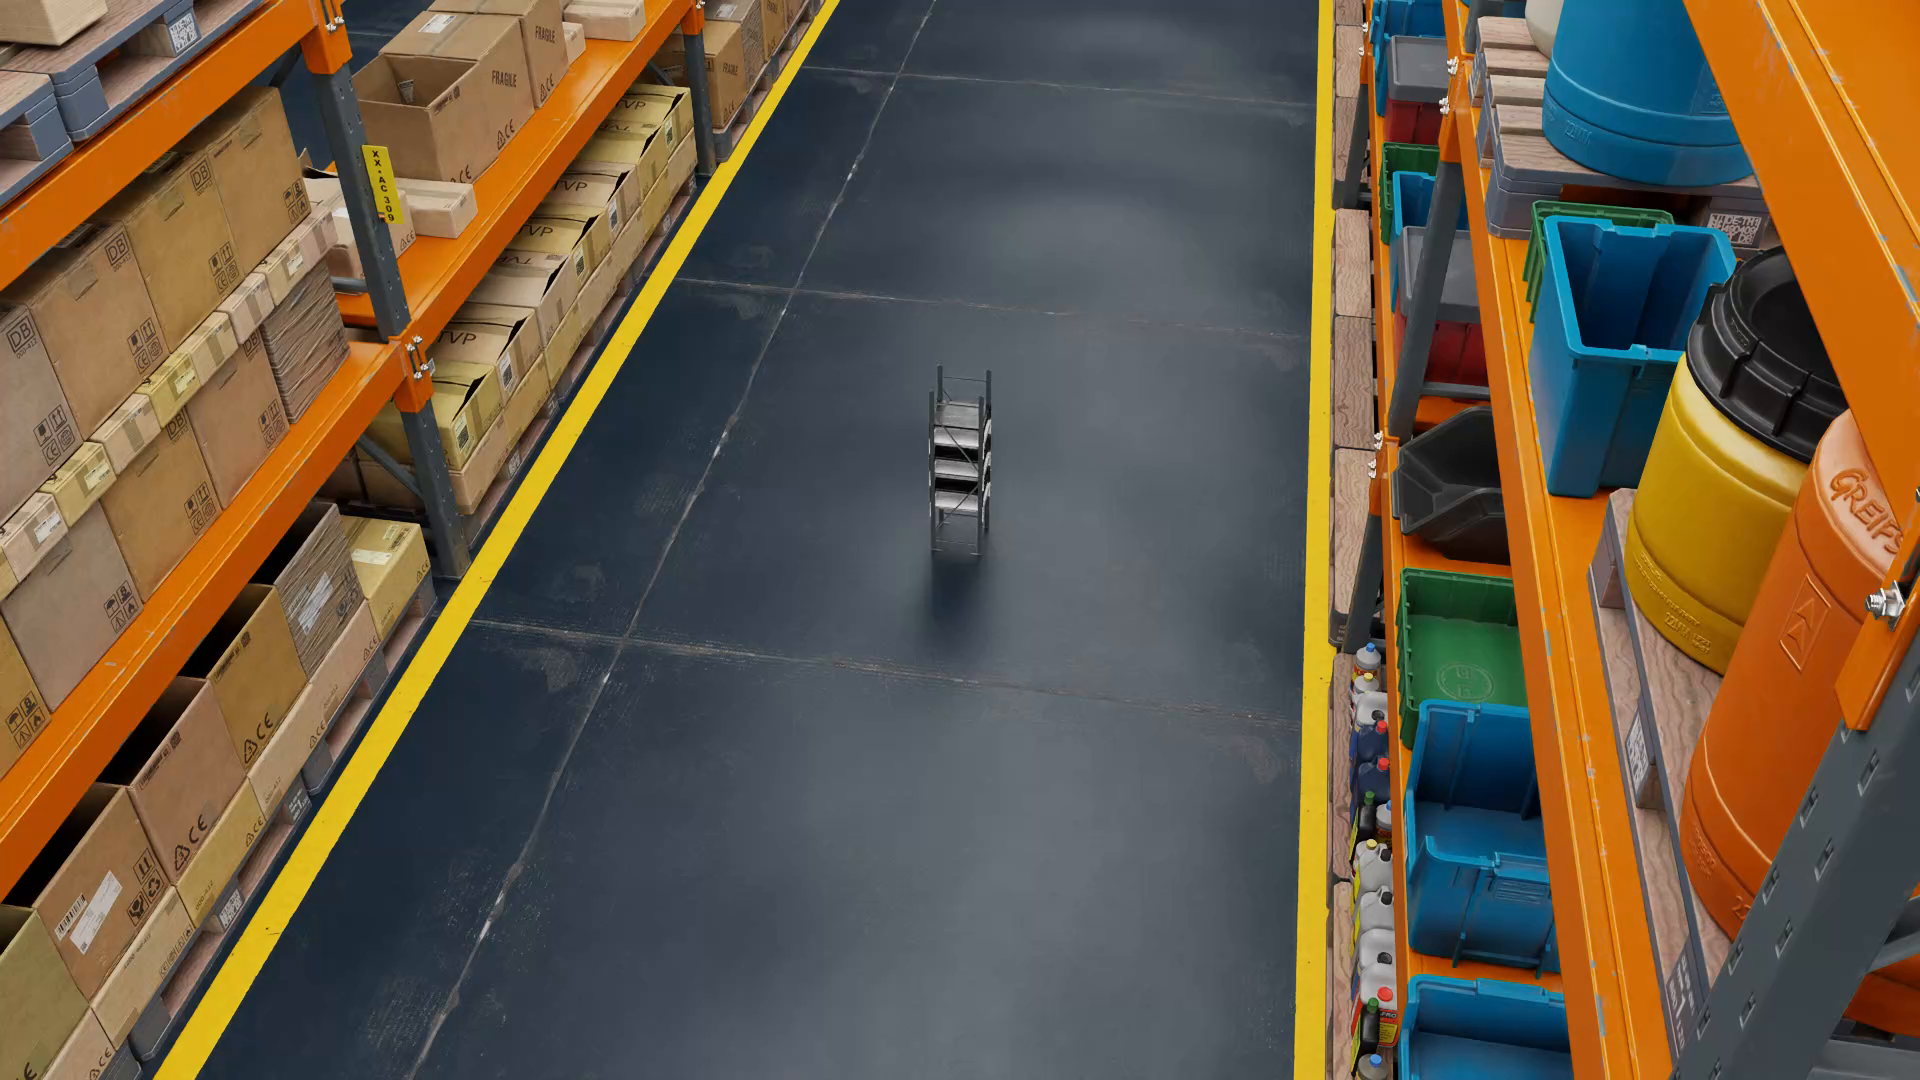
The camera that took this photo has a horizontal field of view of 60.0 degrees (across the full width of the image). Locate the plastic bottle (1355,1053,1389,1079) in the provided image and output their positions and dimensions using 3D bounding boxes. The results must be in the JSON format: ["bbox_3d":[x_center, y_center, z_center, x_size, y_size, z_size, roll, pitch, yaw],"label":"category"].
[{"bbox_3d":[1.305,1.705,5.281,0.097,0.201,0.097,0,40,0],"label":"plastic bottle"}]

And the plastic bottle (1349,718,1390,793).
[{"bbox_3d":[1.563,0.799,6.260,0.144,0.351,0.185,7,40,9],"label":"plastic bottle"}]

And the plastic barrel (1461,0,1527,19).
[{"bbox_3d":[1.986,-2.205,5.413,0.600,0.901,0.708,6,40,8],"label":"plastic barrel"}]

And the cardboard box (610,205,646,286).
[{"bbox_3d":[-2.101,-1.678,9.350,0.500,0.250,0.500,7,40,9],"label":"cardboard box"}]

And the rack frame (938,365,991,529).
[{"bbox_3d":[0.019,-0.416,7.643,0.240,0.900,0.006,6,40,8],"label":"rack frame"}]

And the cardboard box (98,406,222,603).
[{"bbox_3d":[-3.013,-0.175,5.626,0.700,0.500,0.500,7,40,8],"label":"cardboard box"}]

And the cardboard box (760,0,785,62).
[{"bbox_3d":[-1.537,-3.676,11.555,0.500,0.500,0.500,6,40,7],"label":"cardboard box"}]

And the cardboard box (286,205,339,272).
[{"bbox_3d":[-2.603,-1.156,6.303,0.380,0.149,0.250,6,40,8],"label":"cardboard box"}]

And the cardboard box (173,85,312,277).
[{"bbox_3d":[-2.837,-1.321,5.994,0.700,0.500,0.500,7,40,8],"label":"cardboard box"}]

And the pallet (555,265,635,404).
[{"bbox_3d":[-2.469,-1.221,9.158,1.003,0.211,1.213,6,40,8],"label":"pallet"}]

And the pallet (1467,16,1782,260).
[{"bbox_3d":[2.083,-1.133,4.657,1.213,0.211,1.003,6,40,8],"label":"pallet"}]

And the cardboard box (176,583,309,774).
[{"bbox_3d":[-2.812,0.489,6.141,0.500,0.500,0.500,6,40,8],"label":"cardboard box"}]

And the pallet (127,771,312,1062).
[{"bbox_3d":[-3.154,1.276,6.138,1.003,0.211,1.213,6,40,8],"label":"pallet"}]

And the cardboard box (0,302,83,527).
[{"bbox_3d":[-3.098,-0.376,4.851,0.700,0.500,0.500,6,40,8],"label":"cardboard box"}]

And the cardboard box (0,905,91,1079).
[{"bbox_3d":[-3.062,1.432,5.001,0.500,0.500,0.500,6,40,8],"label":"cardboard box"}]

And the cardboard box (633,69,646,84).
[{"bbox_3d":[-2.144,-3.391,11.211,0.500,0.500,0.500,8,40,9],"label":"cardboard box"}]

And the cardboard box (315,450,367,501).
[{"bbox_3d":[-2.980,-0.456,7.872,0.500,0.250,0.500,6,40,7],"label":"cardboard box"}]

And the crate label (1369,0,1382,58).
[{"bbox_3d":[2.362,-2.736,8.933,0.303,0.233,0.416,6,40,8],"label":"crate label"}]

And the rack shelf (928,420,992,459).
[{"bbox_3d":[0.001,-0.465,7.473,0.258,0.077,0.200,6,40,8],"label":"rack shelf"}]

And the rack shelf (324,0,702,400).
[{"bbox_3d":[-2.420,-2.039,8.524,1.077,0.370,4.000,6,40,8],"label":"rack shelf"}]

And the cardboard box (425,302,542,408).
[{"bbox_3d":[-2.358,-0.925,8.000,0.500,0.311,0.500,6,40,7],"label":"cardboard box"}]

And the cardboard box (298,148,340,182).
[{"bbox_3d":[-2.795,-1.582,7.511,0.396,0.266,0.258,5,40,7],"label":"cardboard box"}]

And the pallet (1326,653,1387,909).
[{"bbox_3d":[1.954,0.979,6.498,1.003,0.211,1.213,6,40,8],"label":"pallet"}]

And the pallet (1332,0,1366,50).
[{"bbox_3d":[3.321,-3.979,12.494,1.003,0.211,1.213,6,40,8],"label":"pallet"}]

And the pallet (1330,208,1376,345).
[{"bbox_3d":[2.631,-1.467,9.455,1.003,0.211,1.213,6,40,8],"label":"pallet"}]

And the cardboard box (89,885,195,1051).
[{"bbox_3d":[-2.977,1.407,5.620,0.500,0.250,0.500,6,40,8],"label":"cardboard box"}]

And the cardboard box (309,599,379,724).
[{"bbox_3d":[-2.728,0.464,6.760,0.500,0.250,0.500,6,40,8],"label":"cardboard box"}]

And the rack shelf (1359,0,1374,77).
[{"bbox_3d":[3.150,-4.001,10.897,1.077,0.370,4.000,6,40,8],"label":"rack shelf"}]

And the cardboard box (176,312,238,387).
[{"bbox_3d":[-2.735,-0.671,5.717,0.380,0.149,0.250,6,40,8],"label":"cardboard box"}]

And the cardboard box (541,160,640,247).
[{"bbox_3d":[-2.096,-1.891,9.168,0.500,0.311,0.500,6,40,7],"label":"cardboard box"}]

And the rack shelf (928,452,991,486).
[{"bbox_3d":[0.001,-0.326,7.588,0.258,0.077,0.200,6,40,8],"label":"rack shelf"}]

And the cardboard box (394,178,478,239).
[{"bbox_3d":[-2.412,-1.498,7.502,0.380,0.149,0.250,6,40,8],"label":"cardboard box"}]

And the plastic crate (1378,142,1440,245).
[{"bbox_3d":[2.135,-1.555,7.540,0.450,0.188,0.662,6,40,8],"label":"plastic crate"}]

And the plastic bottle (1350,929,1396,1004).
[{"bbox_3d":[1.400,1.434,5.550,0.152,0.276,0.135,5,40,6],"label":"plastic bottle"}]

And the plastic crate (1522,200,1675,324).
[{"bbox_3d":[1.570,-0.627,4.064,0.336,0.188,0.450,6,40,8],"label":"plastic crate"}]

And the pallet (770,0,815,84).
[{"bbox_3d":[-1.694,-3.725,12.187,1.003,0.211,1.213,6,40,8],"label":"pallet"}]

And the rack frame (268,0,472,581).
[{"bbox_3d":[-2.766,-1.061,6.777,1.000,3.000,0.127,6,40,8],"label":"rack frame"}]

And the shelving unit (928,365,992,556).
[{"bbox_3d":[0.001,-0.352,7.566,0.258,0.900,0.210,6,40,8],"label":"shelving unit"}]

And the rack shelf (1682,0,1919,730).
[{"bbox_3d":[1.765,-1.138,3.040,1.077,0.370,4.000,6,40,8],"label":"rack shelf"}]

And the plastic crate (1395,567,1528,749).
[{"bbox_3d":[1.599,0.390,5.188,0.450,0.188,0.662,6,40,8],"label":"plastic crate"}]

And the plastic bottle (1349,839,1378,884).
[{"bbox_3d":[1.458,1.150,5.952,0.097,0.201,0.097,0,40,0],"label":"plastic bottle"}]

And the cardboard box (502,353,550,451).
[{"bbox_3d":[-2.363,-0.710,8.180,0.500,0.250,0.500,7,40,9],"label":"cardboard box"}]

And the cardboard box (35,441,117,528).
[{"bbox_3d":[-2.867,-0.192,5.137,0.380,0.149,0.250,8,40,9],"label":"cardboard box"}]

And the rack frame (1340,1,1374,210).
[{"bbox_3d":[2.804,-3.023,9.150,1.000,3.000,0.127,6,40,8],"label":"rack frame"}]

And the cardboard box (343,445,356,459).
[{"bbox_3d":[-2.979,-0.666,7.686,0.500,0.311,0.500,6,40,8],"label":"cardboard box"}]

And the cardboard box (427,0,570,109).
[{"bbox_3d":[-2.349,-2.556,8.505,0.500,0.500,0.500,4,40,5],"label":"cardboard box"}]

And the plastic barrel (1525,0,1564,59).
[{"bbox_3d":[1.844,-1.625,4.687,0.421,0.512,0.421,0,40,0],"label":"plastic barrel"}]

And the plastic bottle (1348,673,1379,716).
[{"bbox_3d":[1.607,0.611,6.604,0.097,0.201,0.097,0,40,0],"label":"plastic bottle"}]

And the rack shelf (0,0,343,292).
[{"bbox_3d":[-3.113,-0.685,4.532,1.077,0.370,4.000,6,40,8],"label":"rack shelf"}]
